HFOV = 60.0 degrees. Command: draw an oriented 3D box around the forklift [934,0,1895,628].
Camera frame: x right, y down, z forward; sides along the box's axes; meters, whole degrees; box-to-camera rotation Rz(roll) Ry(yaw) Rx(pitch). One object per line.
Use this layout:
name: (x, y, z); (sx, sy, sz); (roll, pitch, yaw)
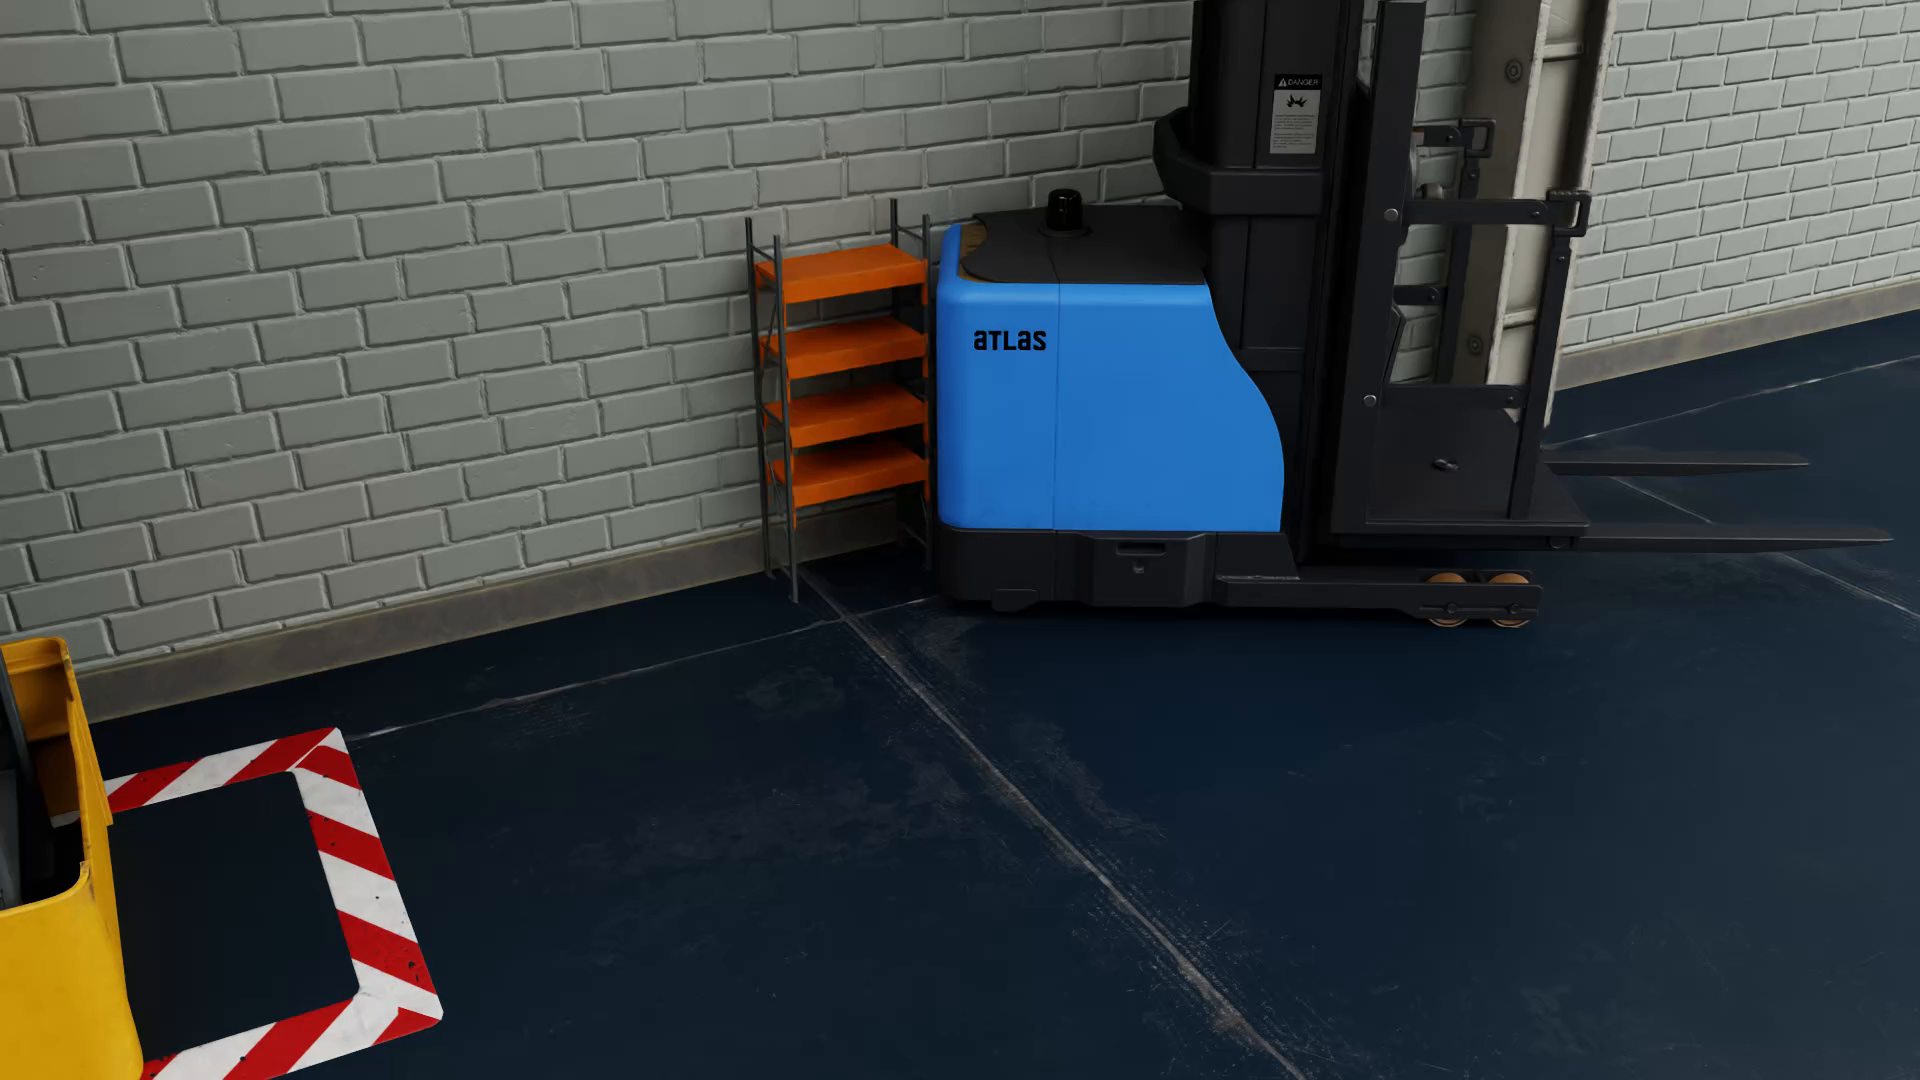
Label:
forklift: (1.442, -1.281, 5.032); (3.031, 2.935, 1.130); (1, 26, 1)

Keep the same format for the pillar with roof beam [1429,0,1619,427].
pillar with roof beam: (4.164, -2.896, 1.385); (0.400, 9.000, 9.100); (-13, 29, -25)

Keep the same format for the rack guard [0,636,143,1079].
rack guard: (-2.096, 0.711, 3.692); (0.348, 0.500, 1.175); (-13, 29, -25)

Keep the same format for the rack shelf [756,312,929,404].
rack shelf: (-0.368, -0.574, 5.198); (0.480, 0.148, 0.258); (-13, 29, -26)

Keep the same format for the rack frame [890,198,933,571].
rack frame: (-0.154, -0.483, 5.370); (0.015, 1.200, 0.240); (-13, 29, -26)

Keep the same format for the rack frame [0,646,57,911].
rack frame: (-2.117, -0.411, 3.141); (0.127, 3.000, 1.000); (-13, 29, -25)

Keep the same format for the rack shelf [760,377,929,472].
rack shelf: (-0.368, -0.372, 5.294); (0.480, 0.148, 0.258); (-13, 29, -26)

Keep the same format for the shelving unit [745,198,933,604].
shelving unit: (-0.368, -0.433, 5.265); (0.503, 1.200, 0.258); (-13, 29, -26)

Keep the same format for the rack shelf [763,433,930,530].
rack shelf: (-0.368, -0.193, 5.380); (0.480, 0.148, 0.258); (-13, 29, -26)

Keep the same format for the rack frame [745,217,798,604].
rack frame: (-0.582, -0.383, 5.160); (0.015, 1.200, 0.240); (-13, 29, -26)

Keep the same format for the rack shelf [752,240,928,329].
rack shelf: (-0.368, -0.788, 5.096); (0.480, 0.148, 0.258); (-13, 29, -26)
